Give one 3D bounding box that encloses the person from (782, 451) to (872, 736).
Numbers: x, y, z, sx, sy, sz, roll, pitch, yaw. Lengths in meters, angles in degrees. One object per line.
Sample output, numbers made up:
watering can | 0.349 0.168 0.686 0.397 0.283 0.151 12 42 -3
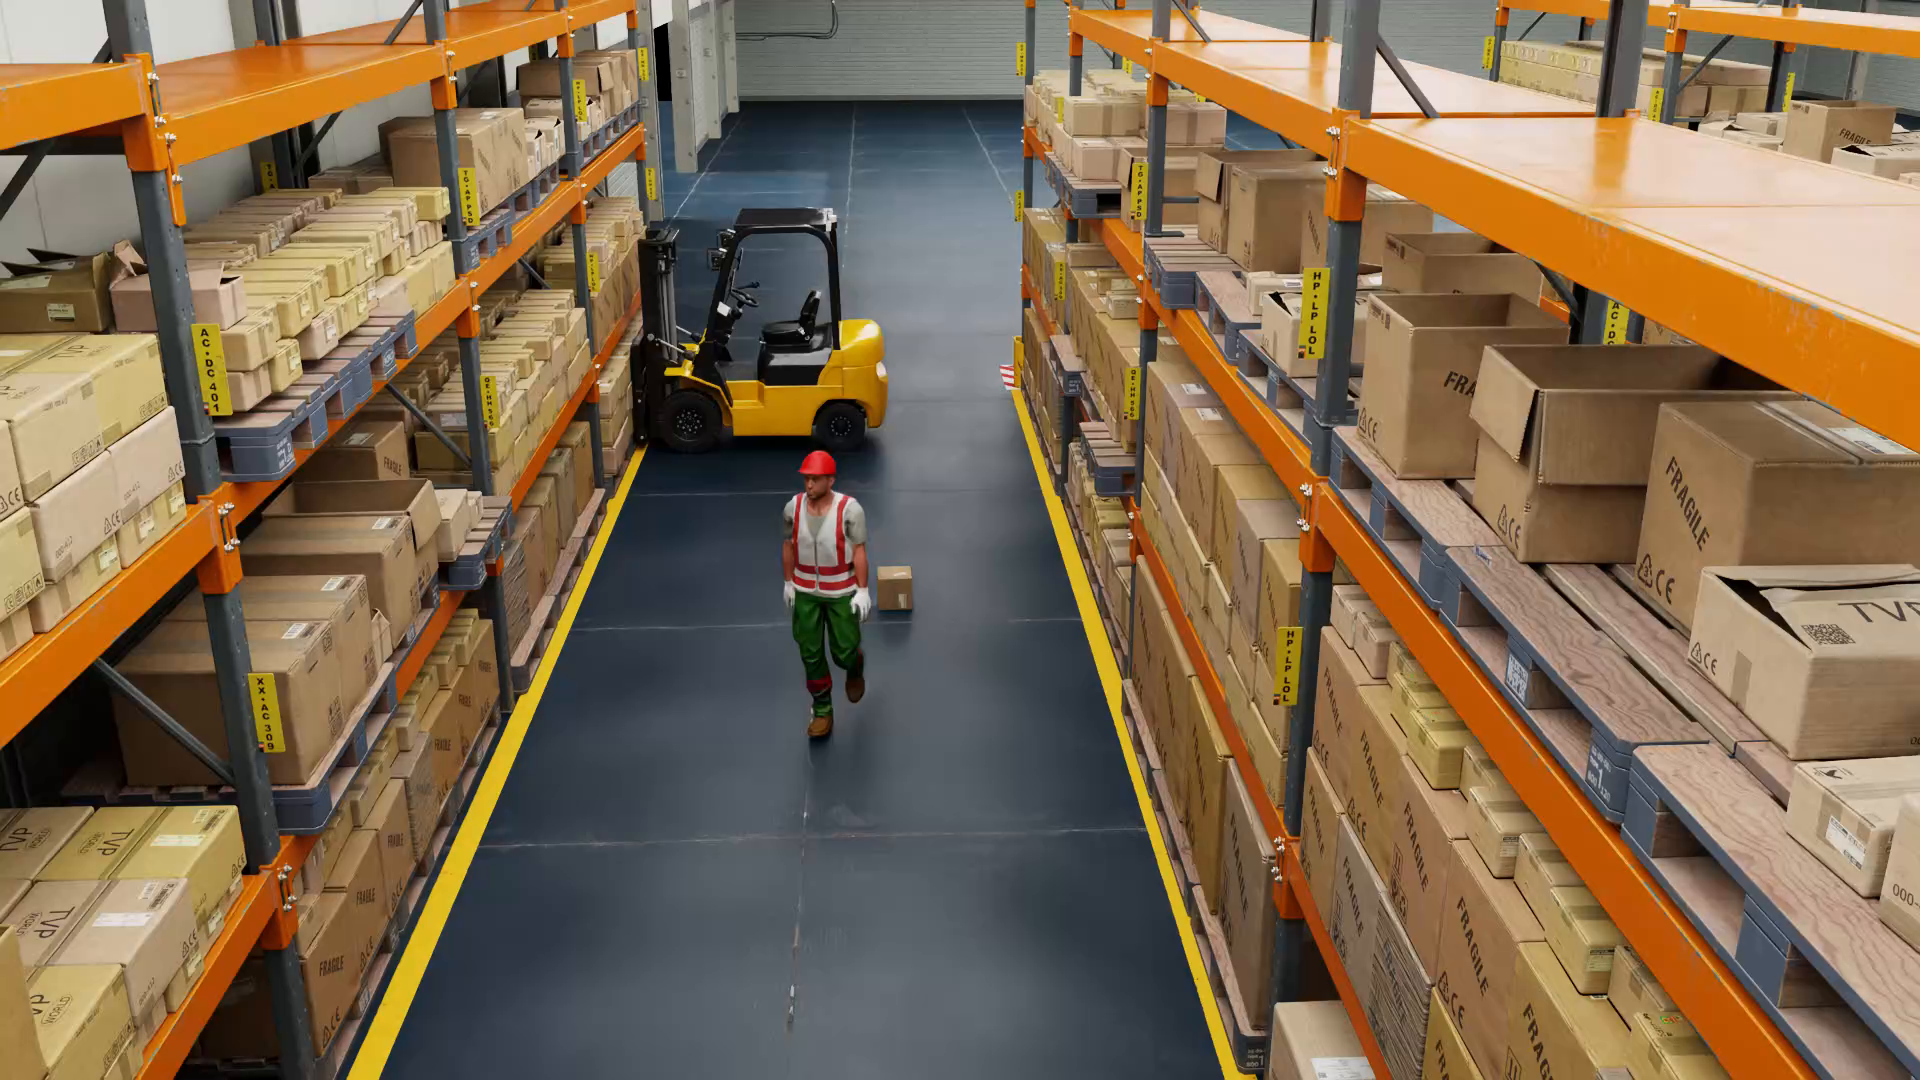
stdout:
person | -0.809 0.298 10.163 0.585 1.778 0.609 5 21 13
